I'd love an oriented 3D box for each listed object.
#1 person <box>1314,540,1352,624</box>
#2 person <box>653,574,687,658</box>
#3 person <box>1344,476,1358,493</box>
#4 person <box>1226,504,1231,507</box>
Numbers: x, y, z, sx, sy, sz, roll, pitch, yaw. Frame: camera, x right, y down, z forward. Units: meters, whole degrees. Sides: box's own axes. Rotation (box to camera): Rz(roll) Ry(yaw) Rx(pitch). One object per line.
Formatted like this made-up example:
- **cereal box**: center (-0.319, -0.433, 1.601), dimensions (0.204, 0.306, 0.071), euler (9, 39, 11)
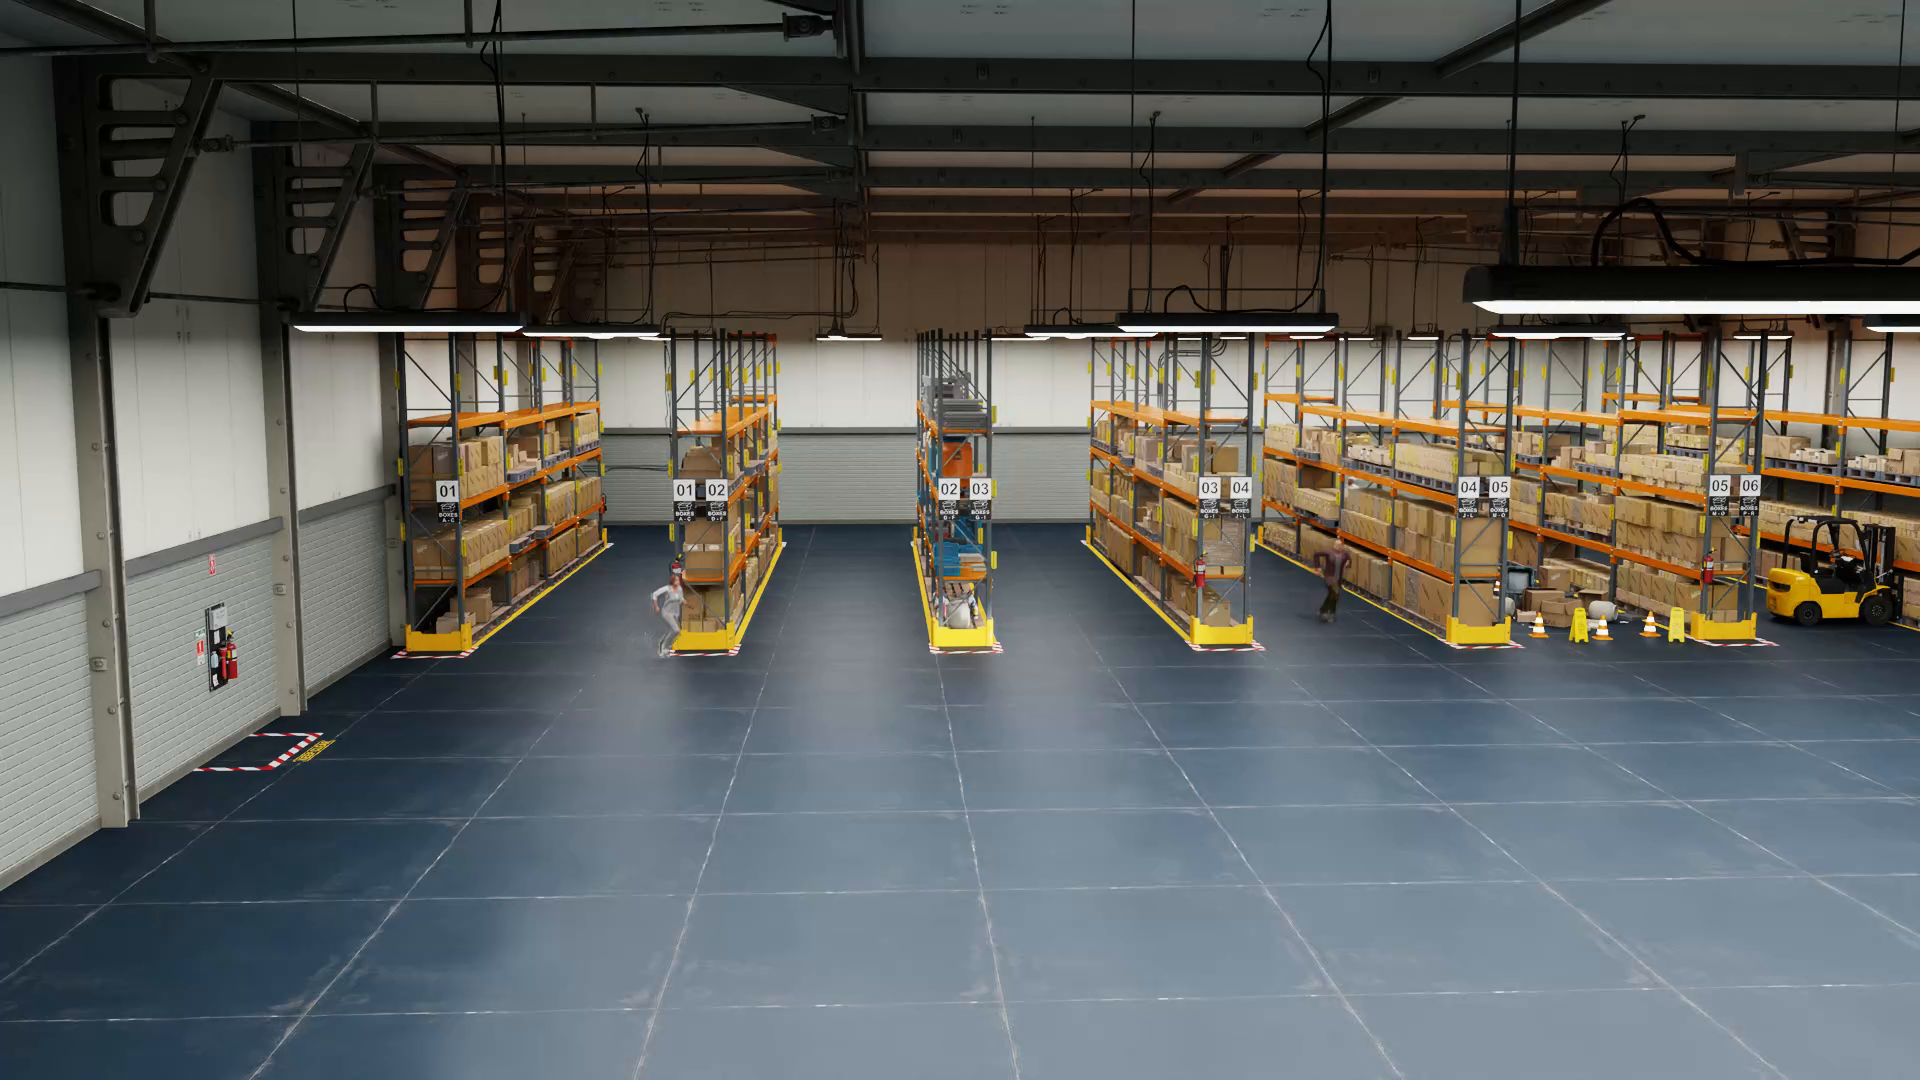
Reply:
- **person**: center (7.652, 0.835, 34.171), dimensions (0.691, 1.740, 0.991), euler (-2, 7, -20)
- **person**: center (-5.243, 1.378, 30.197), dimensions (0.742, 1.549, 0.507), euler (5, 8, 34)
- **person**: center (11.719, -1.074, 50.186), dimensions (0.692, 1.776, 0.659), euler (-3, 8, -27)
- **person**: center (7.940, -0.770, 48.526), dimensions (0.754, 1.597, 0.554), euler (-5, 8, -35)
